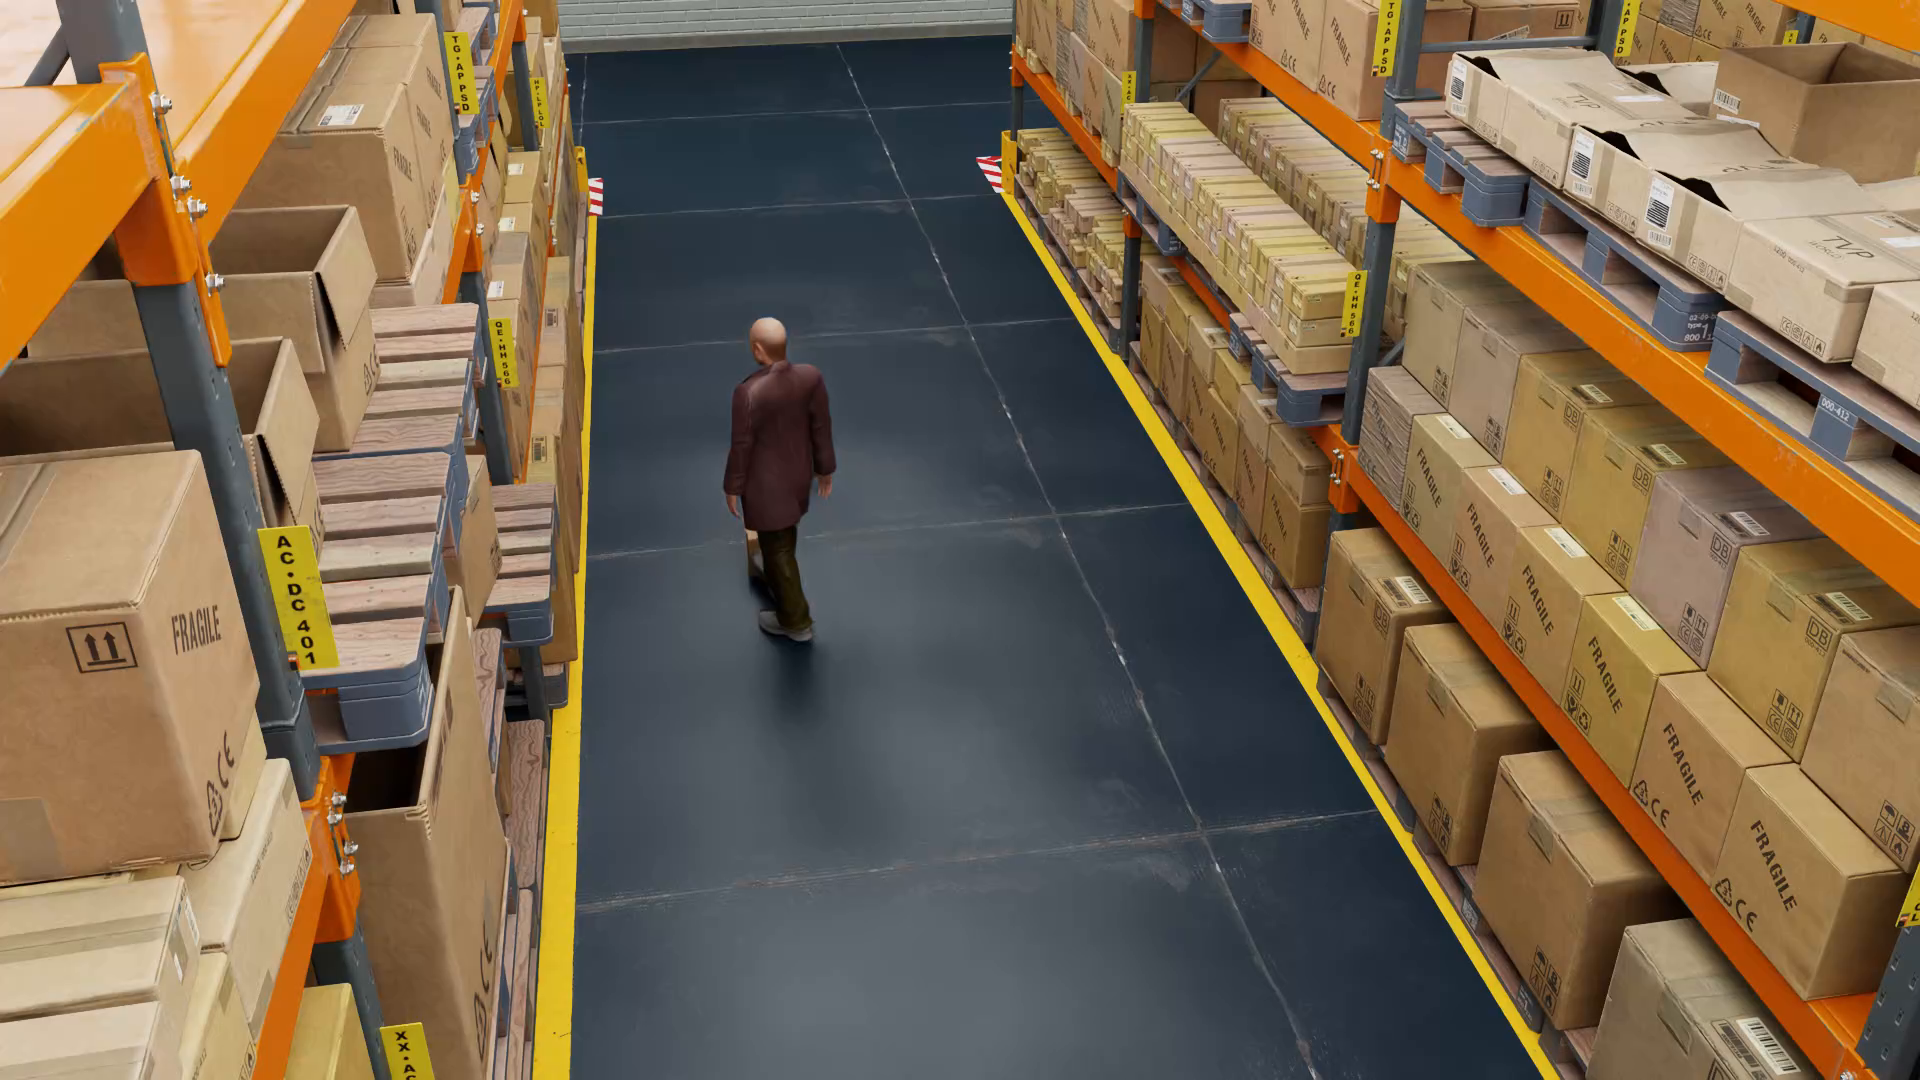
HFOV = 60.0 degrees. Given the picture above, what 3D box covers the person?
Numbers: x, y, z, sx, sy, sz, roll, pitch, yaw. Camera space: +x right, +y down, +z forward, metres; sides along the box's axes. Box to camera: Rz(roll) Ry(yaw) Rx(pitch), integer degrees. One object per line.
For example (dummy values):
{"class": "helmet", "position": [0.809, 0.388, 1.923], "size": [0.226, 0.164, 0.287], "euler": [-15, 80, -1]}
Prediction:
{"class": "person", "position": [-1.045, -0.363, 8.751], "size": [0.619, 1.771, 0.794], "euler": [-26, 39, -36]}
